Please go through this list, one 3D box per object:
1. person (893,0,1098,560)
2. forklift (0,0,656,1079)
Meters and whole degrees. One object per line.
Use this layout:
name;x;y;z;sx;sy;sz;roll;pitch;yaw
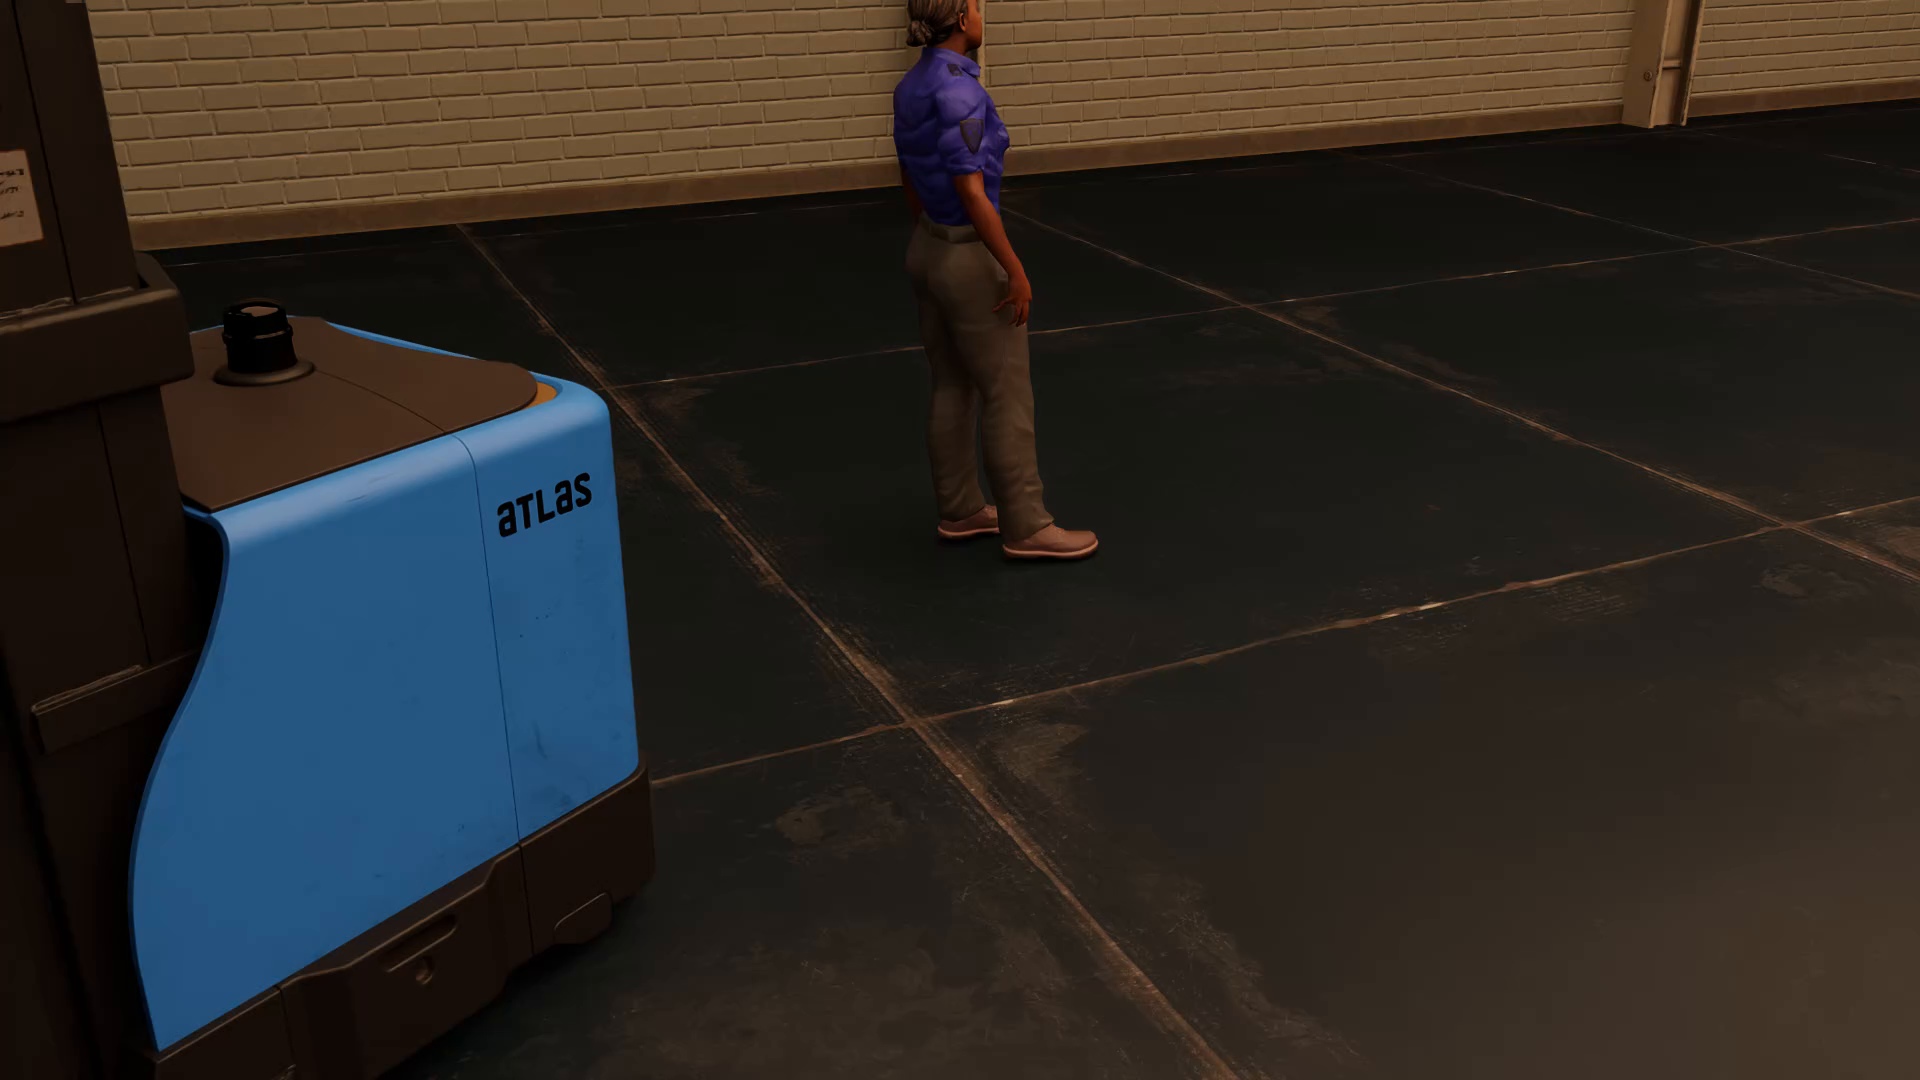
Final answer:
person;0.088;-0.778;4.804;0.504;1.654;0.569;-10;25;-23
forklift;-1.866;-0.275;1.949;1.130;2.935;3.031;15;27;32
